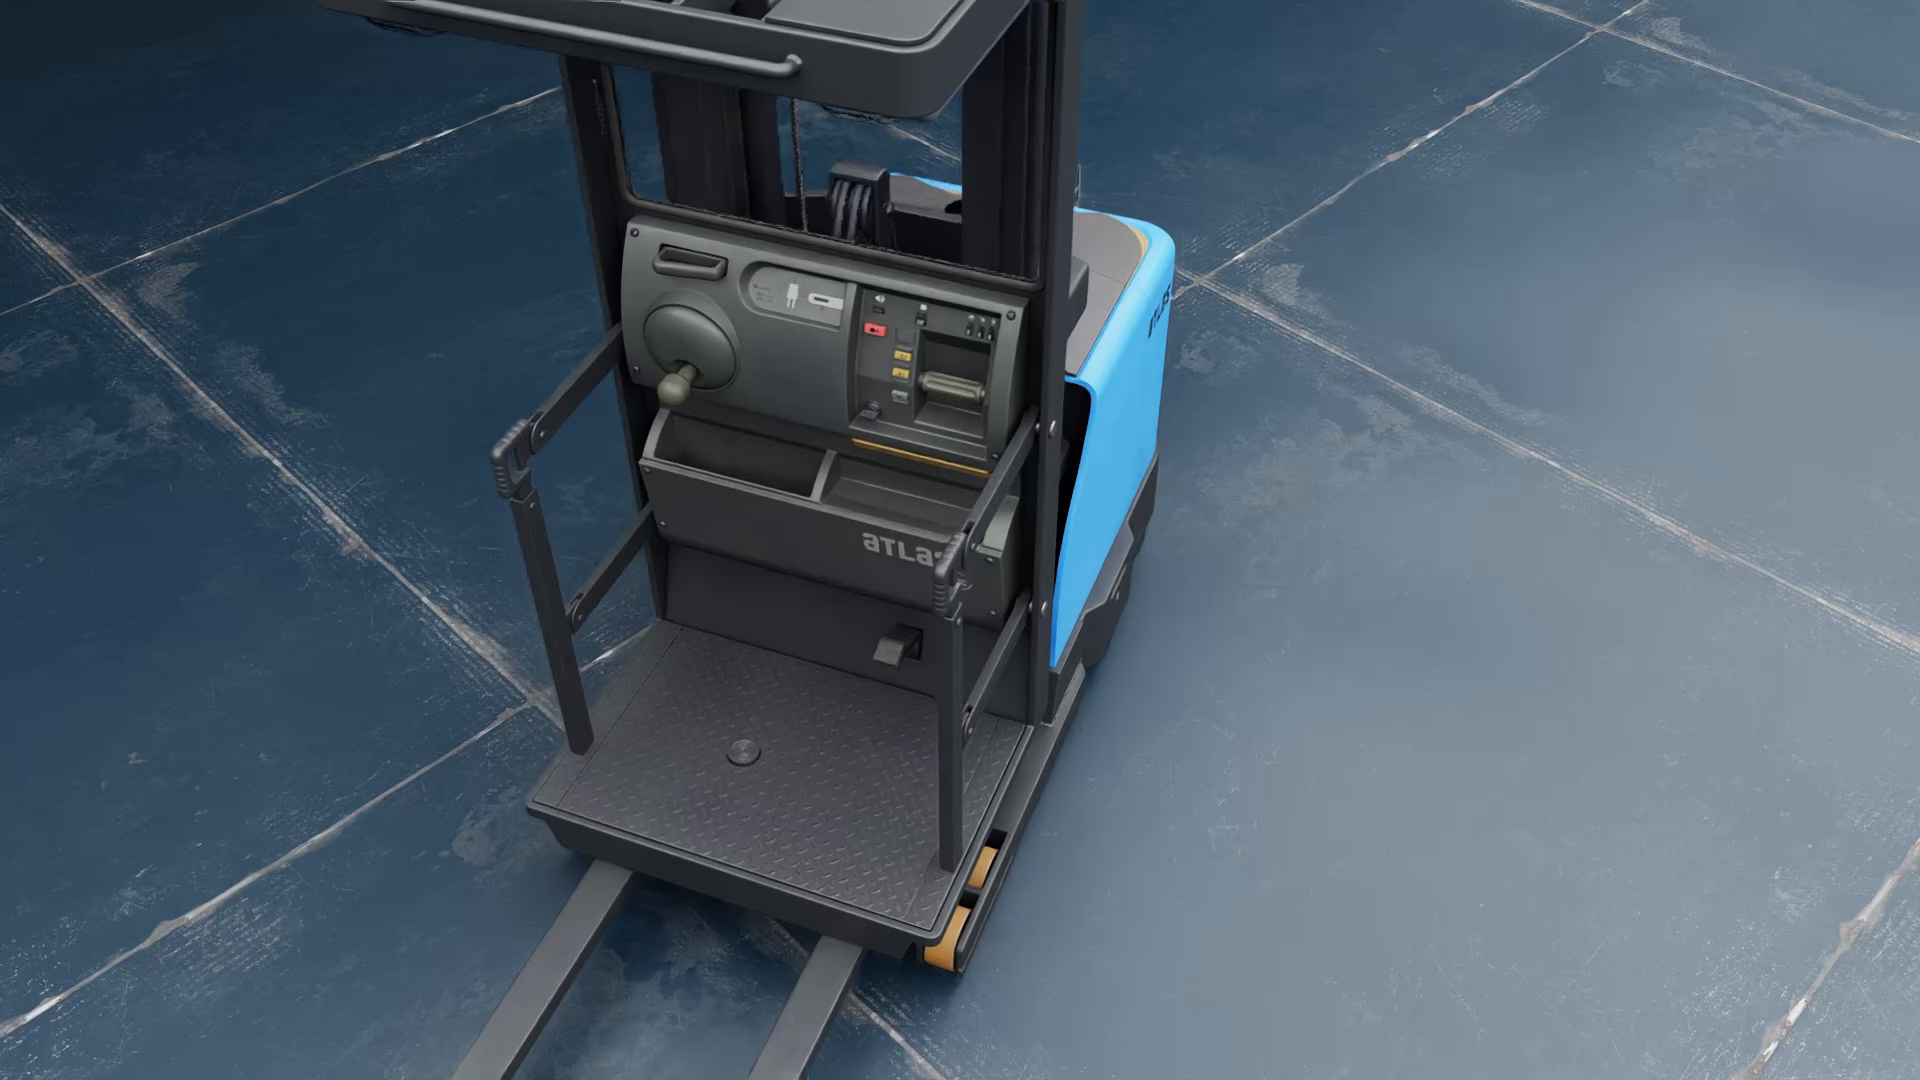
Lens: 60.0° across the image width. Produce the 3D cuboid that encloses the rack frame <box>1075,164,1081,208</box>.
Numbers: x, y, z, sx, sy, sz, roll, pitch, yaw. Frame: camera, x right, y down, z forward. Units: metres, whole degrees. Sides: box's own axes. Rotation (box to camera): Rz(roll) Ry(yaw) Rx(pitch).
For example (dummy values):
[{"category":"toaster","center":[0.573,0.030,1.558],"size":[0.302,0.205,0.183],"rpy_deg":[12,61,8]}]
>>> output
[{"category":"rack frame","center":[0.318,-0.660,5.190],"size":[0.008,1.050,0.200],"rpy_deg":[15,45,15]}]

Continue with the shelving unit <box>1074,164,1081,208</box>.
[{"category":"shelving unit","center":[0.204,-0.689,5.223],"size":[0.252,1.050,0.215],"rpy_deg":[15,45,15]}]

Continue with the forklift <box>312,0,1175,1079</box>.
[{"category":"forklift","center":[-0.388,-0.344,3.462],"size":[1.130,2.935,3.031],"rpy_deg":[15,45,15]}]
